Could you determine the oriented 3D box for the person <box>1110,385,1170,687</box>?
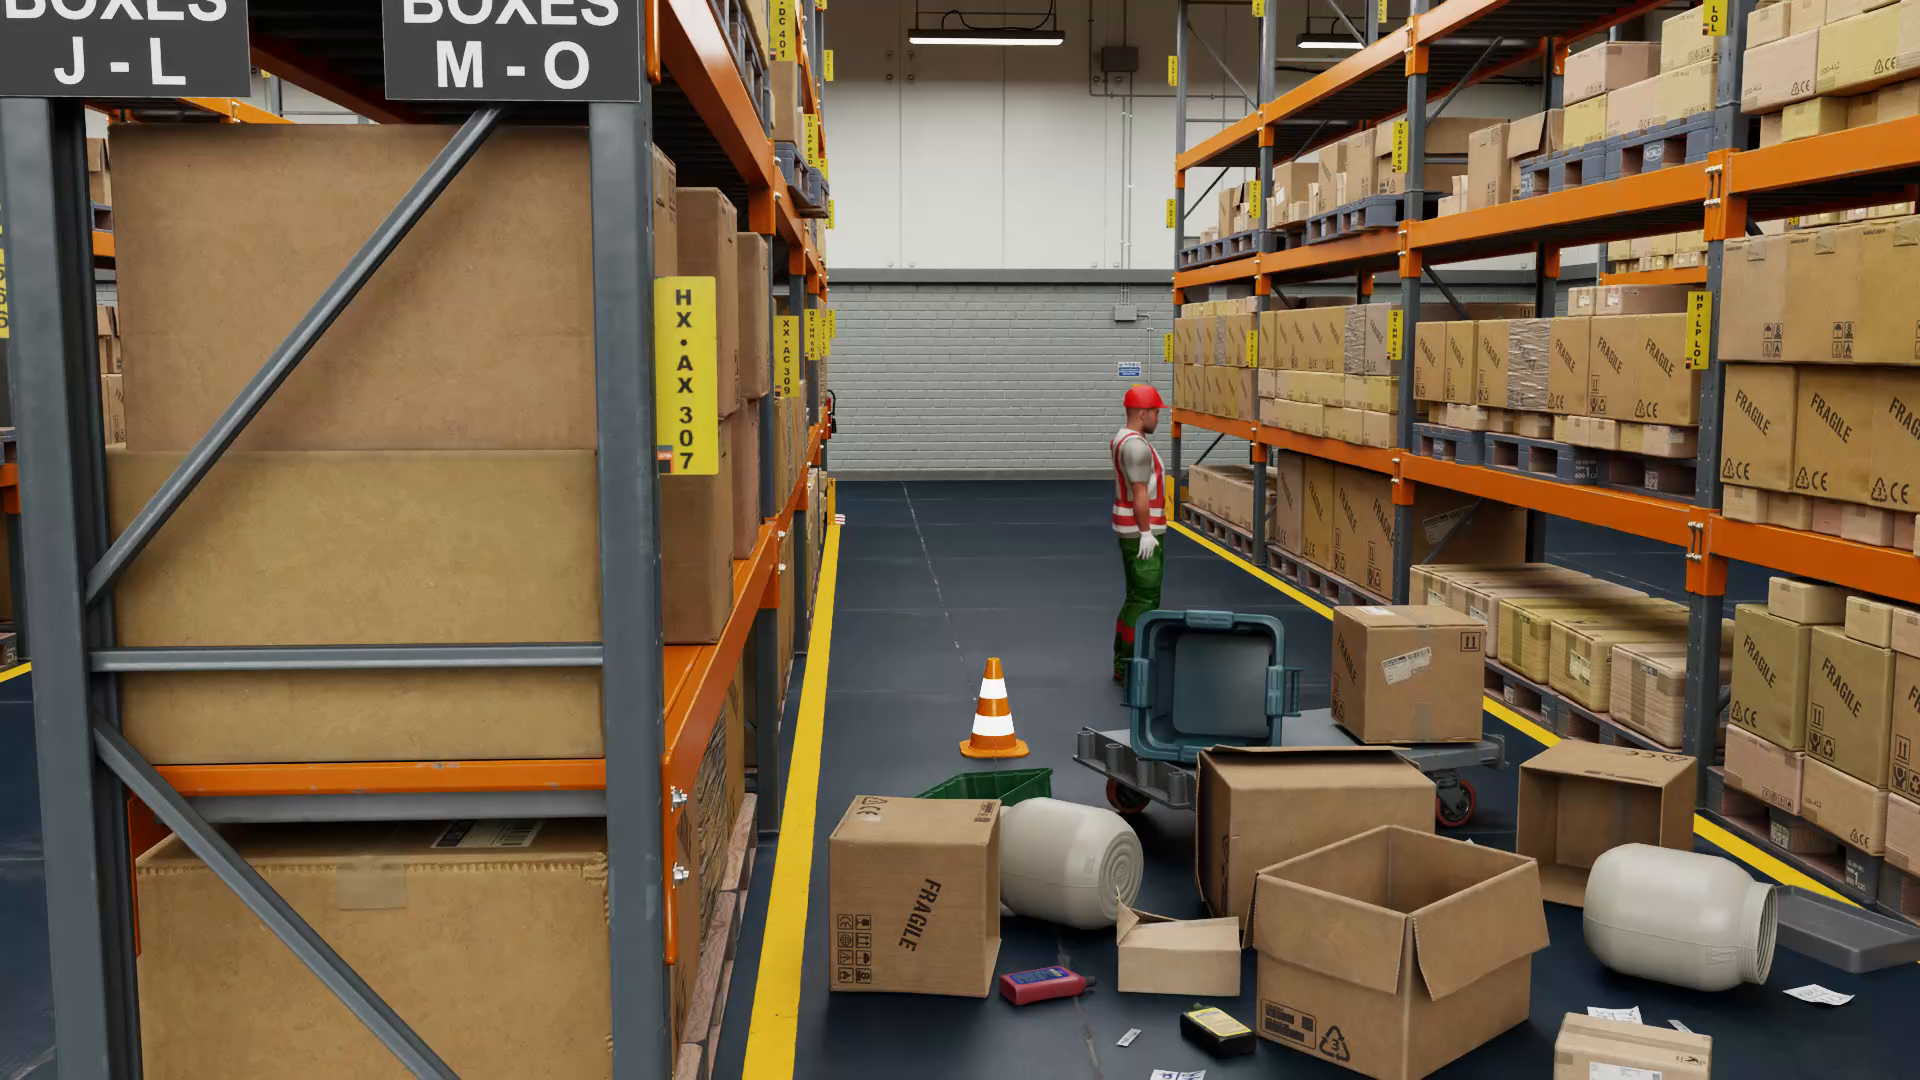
[{"bbox_3d":[1.074,-0.032,9.936,0.348,1.779,0.527,0,7,-3],"label":"person"}]
